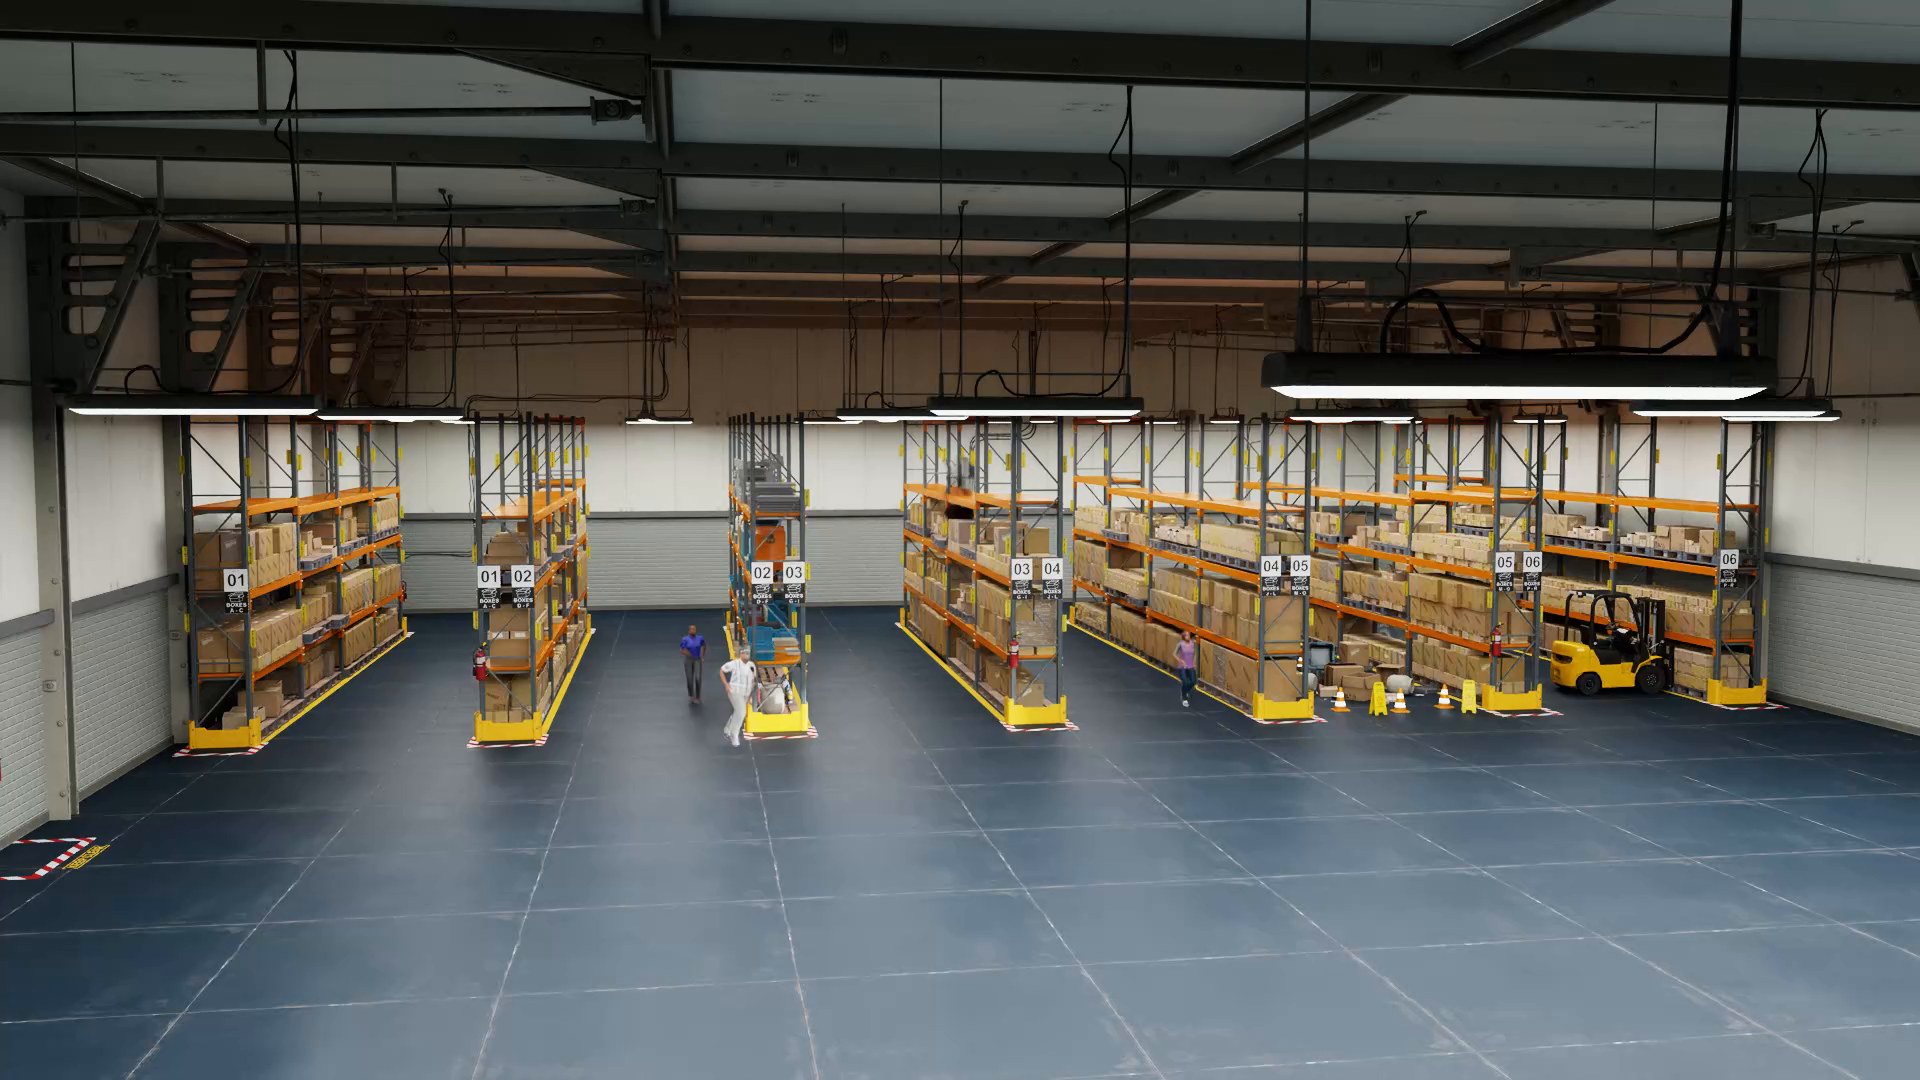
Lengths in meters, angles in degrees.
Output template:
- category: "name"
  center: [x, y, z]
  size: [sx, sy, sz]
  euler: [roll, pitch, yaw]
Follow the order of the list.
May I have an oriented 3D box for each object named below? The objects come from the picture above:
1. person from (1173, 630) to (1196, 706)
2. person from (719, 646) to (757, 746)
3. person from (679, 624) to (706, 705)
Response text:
- category: "person"
  center: [4.626, 2.626, 34.093]
  size: [0.543, 1.567, 0.530]
  euler: [-1, 4, -14]
- category: "person"
  center: [-3.993, 2.815, 30.202]
  size: [0.718, 1.796, 0.689]
  euler: [3, 5, 41]
- category: "person"
  center: [-5.516, 2.583, 34.329]
  size: [0.566, 1.704, 0.727]
  euler: [-1, 4, -11]
